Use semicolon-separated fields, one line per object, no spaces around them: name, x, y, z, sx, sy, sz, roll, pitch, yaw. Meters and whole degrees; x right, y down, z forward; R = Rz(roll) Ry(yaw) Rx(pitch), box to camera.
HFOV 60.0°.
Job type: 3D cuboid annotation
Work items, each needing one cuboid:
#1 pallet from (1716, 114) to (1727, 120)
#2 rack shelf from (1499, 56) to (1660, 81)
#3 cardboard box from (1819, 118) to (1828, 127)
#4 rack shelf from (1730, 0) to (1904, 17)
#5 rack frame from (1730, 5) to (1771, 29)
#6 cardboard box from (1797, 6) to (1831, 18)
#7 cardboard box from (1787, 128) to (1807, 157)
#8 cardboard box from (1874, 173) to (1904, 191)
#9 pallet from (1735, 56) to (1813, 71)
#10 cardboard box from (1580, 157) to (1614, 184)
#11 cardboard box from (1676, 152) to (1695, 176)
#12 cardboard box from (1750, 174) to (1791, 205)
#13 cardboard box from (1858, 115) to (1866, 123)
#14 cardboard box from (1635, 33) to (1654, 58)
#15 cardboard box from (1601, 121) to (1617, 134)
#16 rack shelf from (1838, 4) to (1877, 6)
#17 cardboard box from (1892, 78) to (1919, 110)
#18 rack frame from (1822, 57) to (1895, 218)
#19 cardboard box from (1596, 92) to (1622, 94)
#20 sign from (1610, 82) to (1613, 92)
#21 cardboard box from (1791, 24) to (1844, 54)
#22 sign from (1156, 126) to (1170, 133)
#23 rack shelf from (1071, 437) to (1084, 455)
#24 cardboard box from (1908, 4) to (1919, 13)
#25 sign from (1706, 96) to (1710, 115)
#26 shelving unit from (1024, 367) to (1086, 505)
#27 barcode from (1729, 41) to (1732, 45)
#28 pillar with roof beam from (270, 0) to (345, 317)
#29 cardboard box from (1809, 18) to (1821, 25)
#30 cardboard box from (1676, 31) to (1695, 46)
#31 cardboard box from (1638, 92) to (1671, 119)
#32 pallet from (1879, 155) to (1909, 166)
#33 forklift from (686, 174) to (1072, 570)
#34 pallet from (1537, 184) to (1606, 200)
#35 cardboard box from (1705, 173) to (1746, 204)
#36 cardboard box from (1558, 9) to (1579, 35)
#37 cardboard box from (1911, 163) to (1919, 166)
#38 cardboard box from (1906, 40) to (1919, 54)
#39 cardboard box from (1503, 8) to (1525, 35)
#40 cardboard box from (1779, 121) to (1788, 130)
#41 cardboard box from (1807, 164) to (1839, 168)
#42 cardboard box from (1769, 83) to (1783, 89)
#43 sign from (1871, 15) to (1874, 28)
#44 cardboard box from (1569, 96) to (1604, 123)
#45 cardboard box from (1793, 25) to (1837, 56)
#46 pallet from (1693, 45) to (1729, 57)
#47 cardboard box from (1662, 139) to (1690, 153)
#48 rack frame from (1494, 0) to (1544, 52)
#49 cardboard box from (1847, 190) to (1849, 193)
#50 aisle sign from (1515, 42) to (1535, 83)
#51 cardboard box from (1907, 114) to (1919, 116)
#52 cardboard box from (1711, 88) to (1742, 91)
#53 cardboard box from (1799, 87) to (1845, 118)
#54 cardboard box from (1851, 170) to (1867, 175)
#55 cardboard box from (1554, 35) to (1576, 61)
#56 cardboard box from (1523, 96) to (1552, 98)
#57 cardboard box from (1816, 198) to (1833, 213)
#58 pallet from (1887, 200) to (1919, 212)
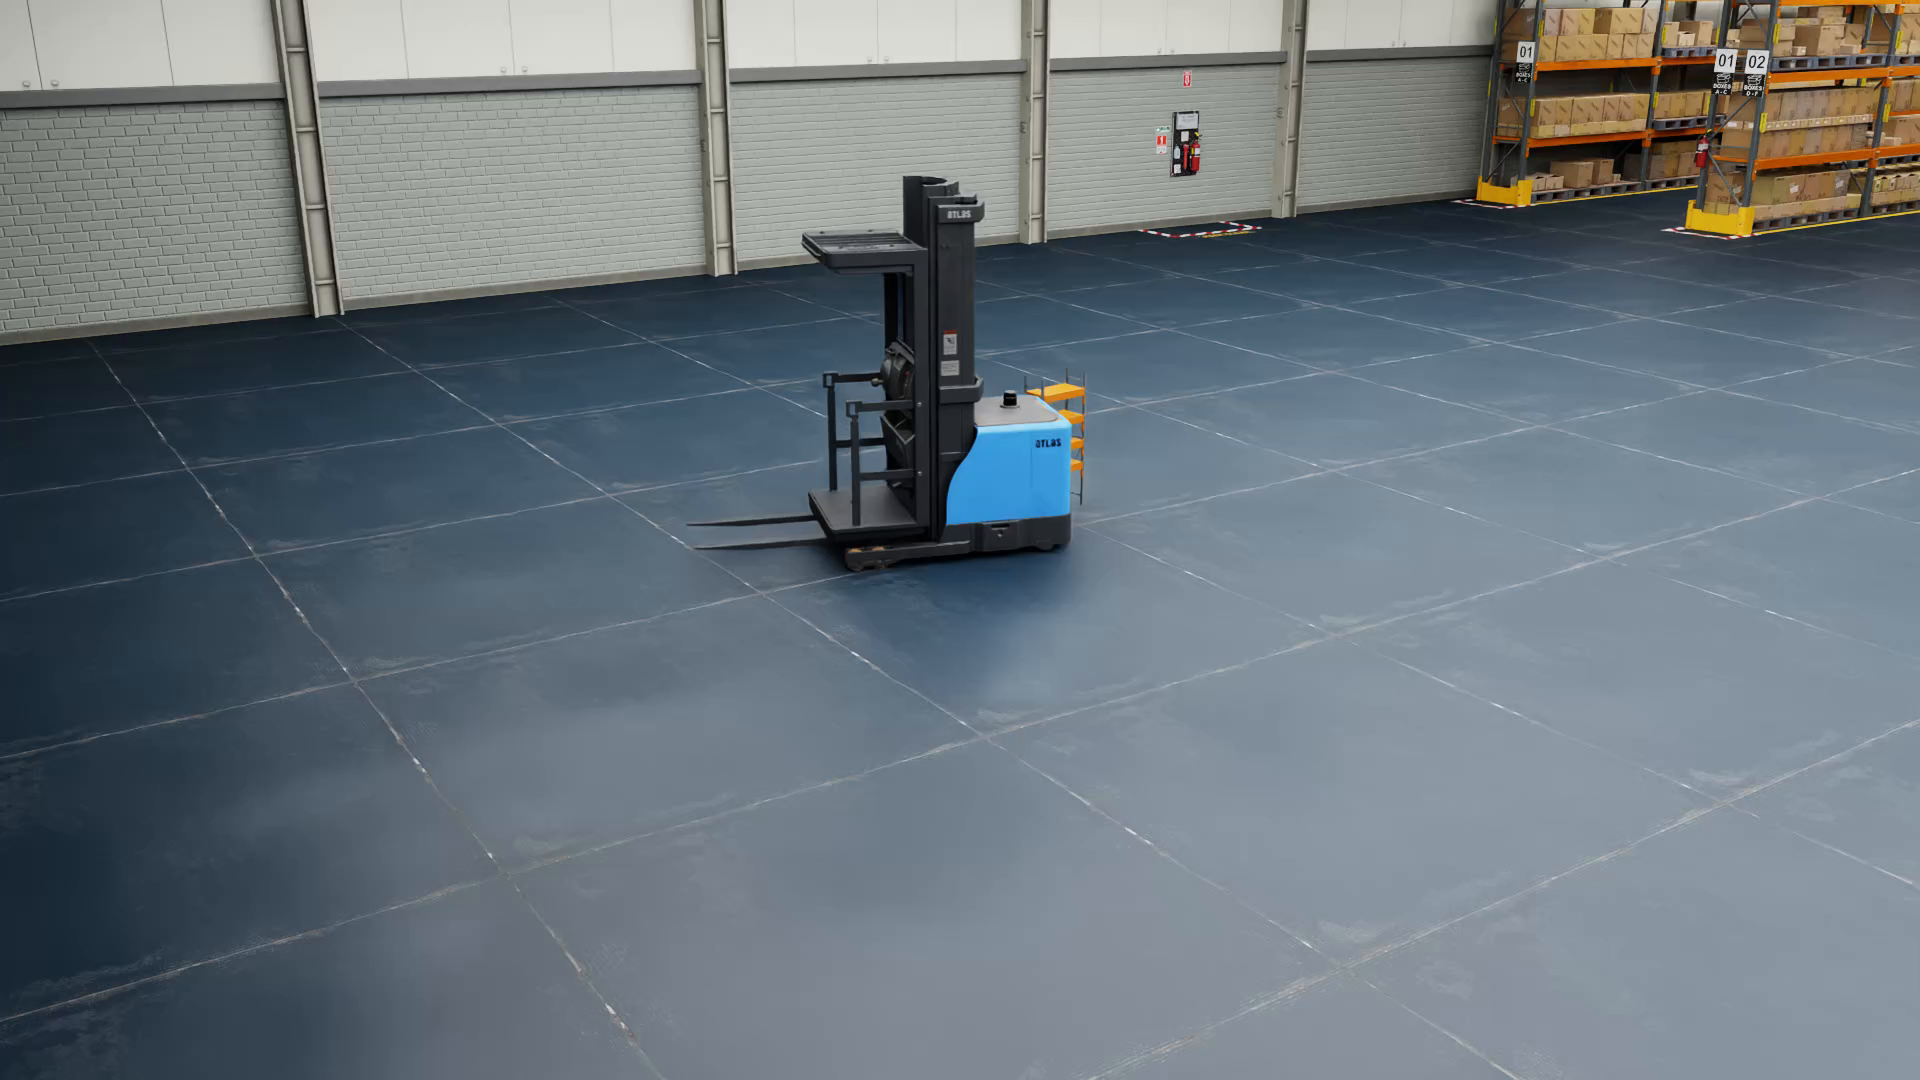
pallet;17.336;-9.579;37.693;1.003;0.211;1.213;-12;22;-31
rack shelf;12.861;-9.847;34.627;4.000;0.370;1.077;-12;22;-31
cardboard box;15.868;-7.773;30.885;0.250;0.149;0.380;-11;22;-30
rack shelf;15.589;-9.754;30.293;4.000;0.370;1.077;-12;22;-31
rack frame;17.872;-12.665;37.157;0.127;3.000;1.000;-12;22;-31
cardboard box;19.953;-12.339;38.861;0.500;0.250;0.500;-13;22;-33
cardboard box;15.169;-7.396;30.781;0.500;0.500;0.700;-12;22;-31
cardboard box;18.162;-7.049;32.675;0.500;0.311;0.500;-12;22;-32
pallet;14.523;-8.587;29.915;1.213;0.211;1.003;-12;22;-31
cardboard box;13.687;-7.950;35.792;0.500;0.500;0.500;-14;23;-35
cardboard box;15.989;-8.461;37.304;0.500;0.500;0.700;-12;22;-31
cardboard box;14.905;-6.465;30.651;0.500;0.500;0.500;-12;22;-31
cardboard box;16.942;-8.001;31.559;0.250;0.149;0.380;-12;22;-33
cardboard box;14.244;-10.441;35.075;0.500;0.500;0.500;-11;22;-30
cardboard box;13.470;-8.715;35.041;0.500;0.250;0.500;-12;22;-32
rack shelf;22.883;-13.192;40.463;4.000;0.370;1.077;-12;22;-31
cardboard box;23.532;-11.151;41.577;0.700;0.700;0.980;-12;22;-32
rack frame;17.259;-7.795;32.117;0.127;3.000;1.000;-12;22;-31
cardboard box;14.024;-9.386;35.855;0.500;0.500;0.500;-13;22;-33
sign;14.223;-9.815;36.286;0.005;0.325;0.100;-12;22;-31
cardboard box;15.814;-9.273;30.772;0.637;0.503;0.797;-9;21;-25
sign;3.694;-7.484;30.314;0.331;0.109;0.001;-12;22;-31
rack shelf;0.814;-0.792;14.425;0.480;0.148;0.258;-15;24;-37
cardboard box;22.798;-12.711;40.227;0.500;0.500;0.500;-12;22;-31
sign;13.632;-7.898;30.246;0.005;0.325;0.100;-12;22;-31
shelving unit;0.814;-0.856;14.403;0.503;1.200;0.258;-15;24;-37
barcode;13.905;-8.968;29.998;0.075;0.075;0.001;-12;22;-31
pillar with roof beam;-6.377;-6.232;18.128;0.400;9.000;9.100;-12;22;-31
cardboard box;19.535;-11.893;38.712;0.500;0.500;0.700;-12;22;-31
cardboard box;15.547;-10.880;36.043;0.500;0.311;0.500;-11;22;-30
cardboard box;14.975;-9.455;36.186;0.500;0.500;0.700;-12;22;-31
pallet;22.911;-9.536;41.623;1.213;0.211;1.003;-12;22;-31
forklift;-0.673;-1.337;13.122;3.031;2.935;1.130;-5;19;-14
pallet;12.970;-7.454;35.463;1.213;0.211;1.003;-12;22;-31
cardboard box;14.203;-6.516;30.801;0.500;0.500;0.500;-12;22;-31
cardboard box;12.093;-10.444;33.520;0.500;0.500;0.500;-12;22;-32
cardboard box;20.001;-7.647;34.444;0.500;0.311;0.500;-11;22;-30
cardboard box;18.236;-9.547;32.195;0.500;0.250;0.500;-15;24;-37
cardboard box;11.407;-10.512;33.722;0.500;0.500;0.500;-11;21;-29
cardboard box;14.793;-7.547;30.216;0.250;0.149;0.380;-12;22;-31
cardboard box;16.700;-7.048;32.376;0.500;0.500;0.500;-12;22;-31
cardboard box;18.417;-10.393;37.979;0.500;0.250;0.500;-11;22;-30
sign;21.520;-12.200;39.164;0.005;0.325;0.100;-12;22;-31
cardboard box;13.033;-8.979;34.654;0.500;0.500;0.500;-11;22;-30
cardboard box;15.456;-9.043;30.096;0.500;0.500;0.500;-12;22;-31
pallet;15.970;-10.715;36.364;1.003;0.211;1.213;-12;22;-31
cardboard box;15.936;-8.804;37.147;0.500;0.250;0.500;-13;22;-33
rack frame;11.191;-11.256;32.989;0.127;3.000;1.000;-12;22;-31
cardboard box;17.446;-6.841;32.935;0.500;0.250;0.500;-12;22;-32
aisle sign;11.296;-9.553;33.259;0.004;0.787;0.394;-12;22;-31
cardboard box;19.207;-8.247;33.298;0.500;0.500;0.500;-13;23;-34
cardboard box;17.485;-9.994;37.779;0.500;0.500;0.700;-15;24;-38
cardboard box;16.052;-8.199;31.132;0.500;0.500;0.700;-12;22;-31
cardboard box;17.871;-7.198;33.114;0.500;0.311;0.500;-11;22;-30
cardboard box;12.076;-9.969;33.679;0.500;0.500;0.500;-10;21;-28
cardboard box;11.893;-8.934;34.519;0.500;0.500;0.500;-12;22;-31
cardboard box;16.160;-6.373;31.551;0.500;0.250;0.500;-12;22;-31
pallet;18.873;-6.830;33.618;1.213;0.211;1.003;-12;22;-31
